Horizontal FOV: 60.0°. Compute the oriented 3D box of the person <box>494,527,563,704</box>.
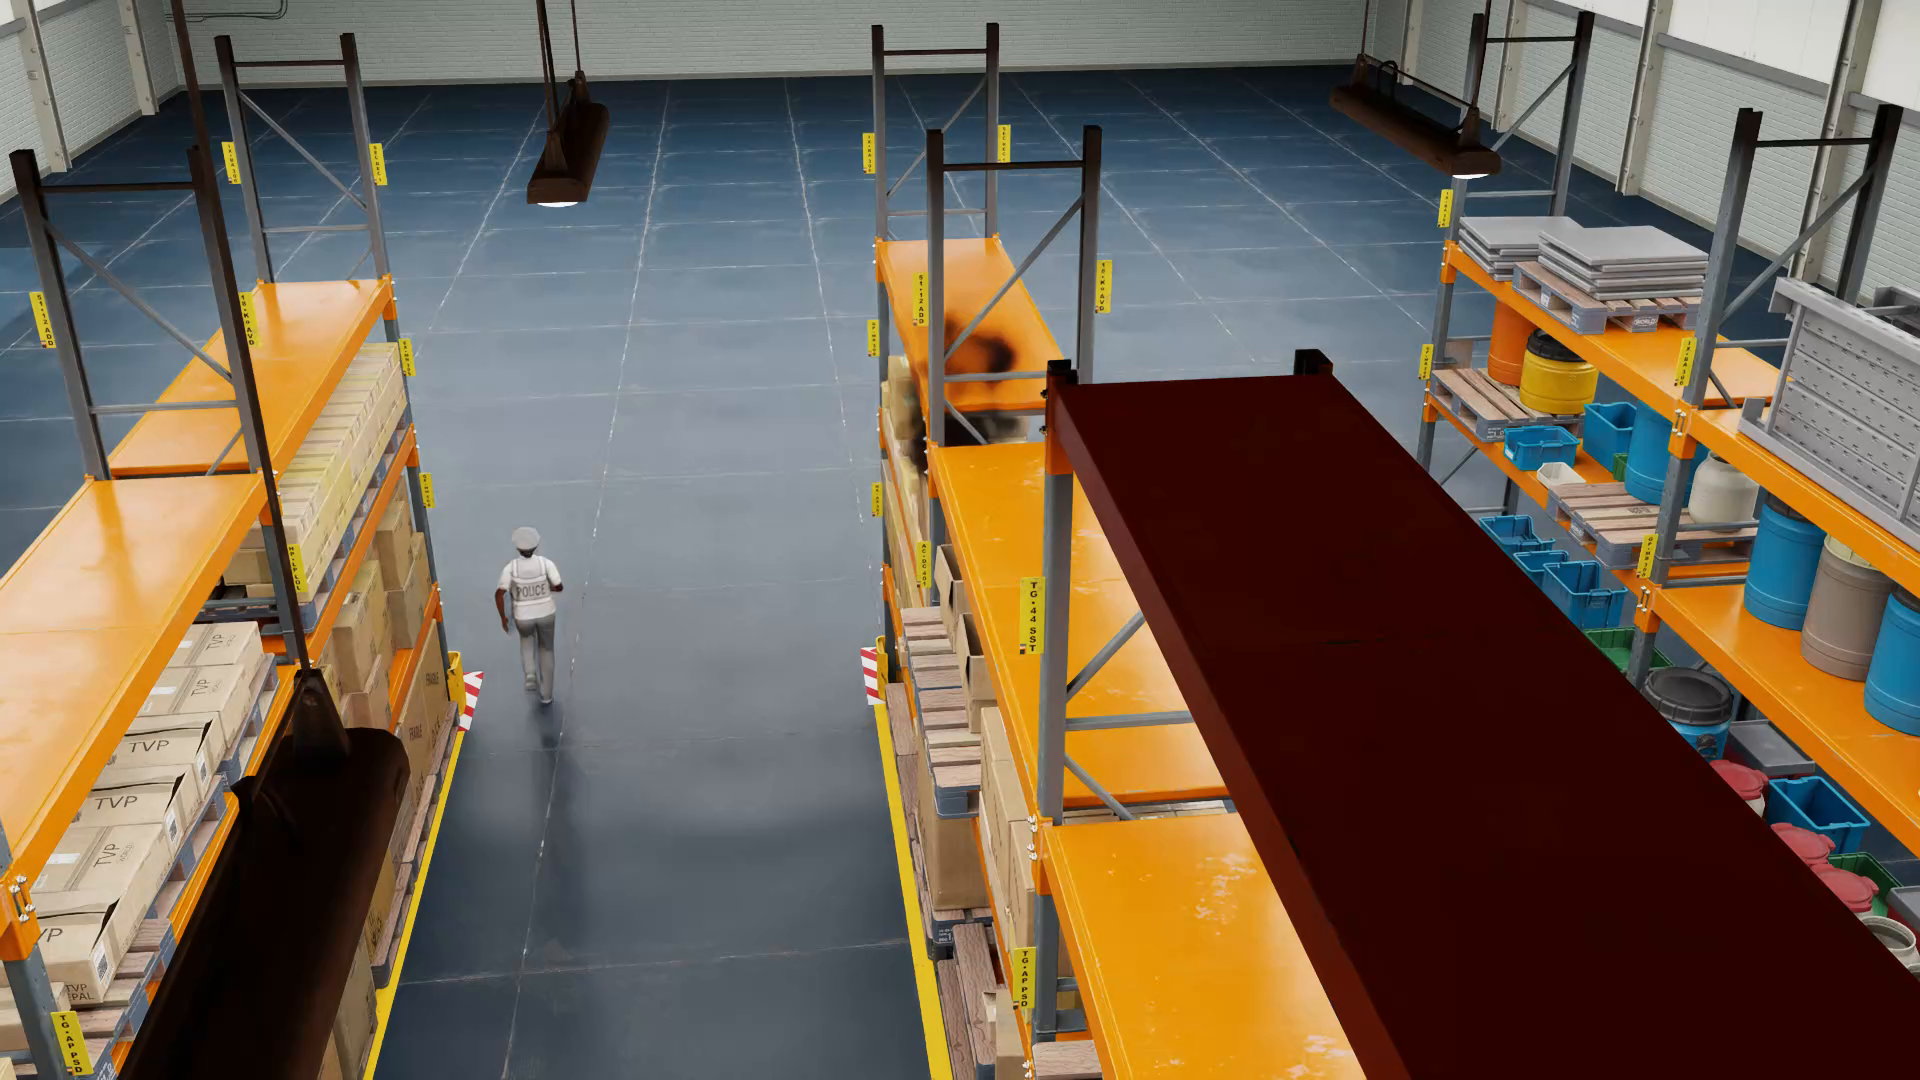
[{"bbox_3d":[-3.916,0.654,15.215,0.603,1.658,0.600,-6,26,-13],"label":"person"}]
